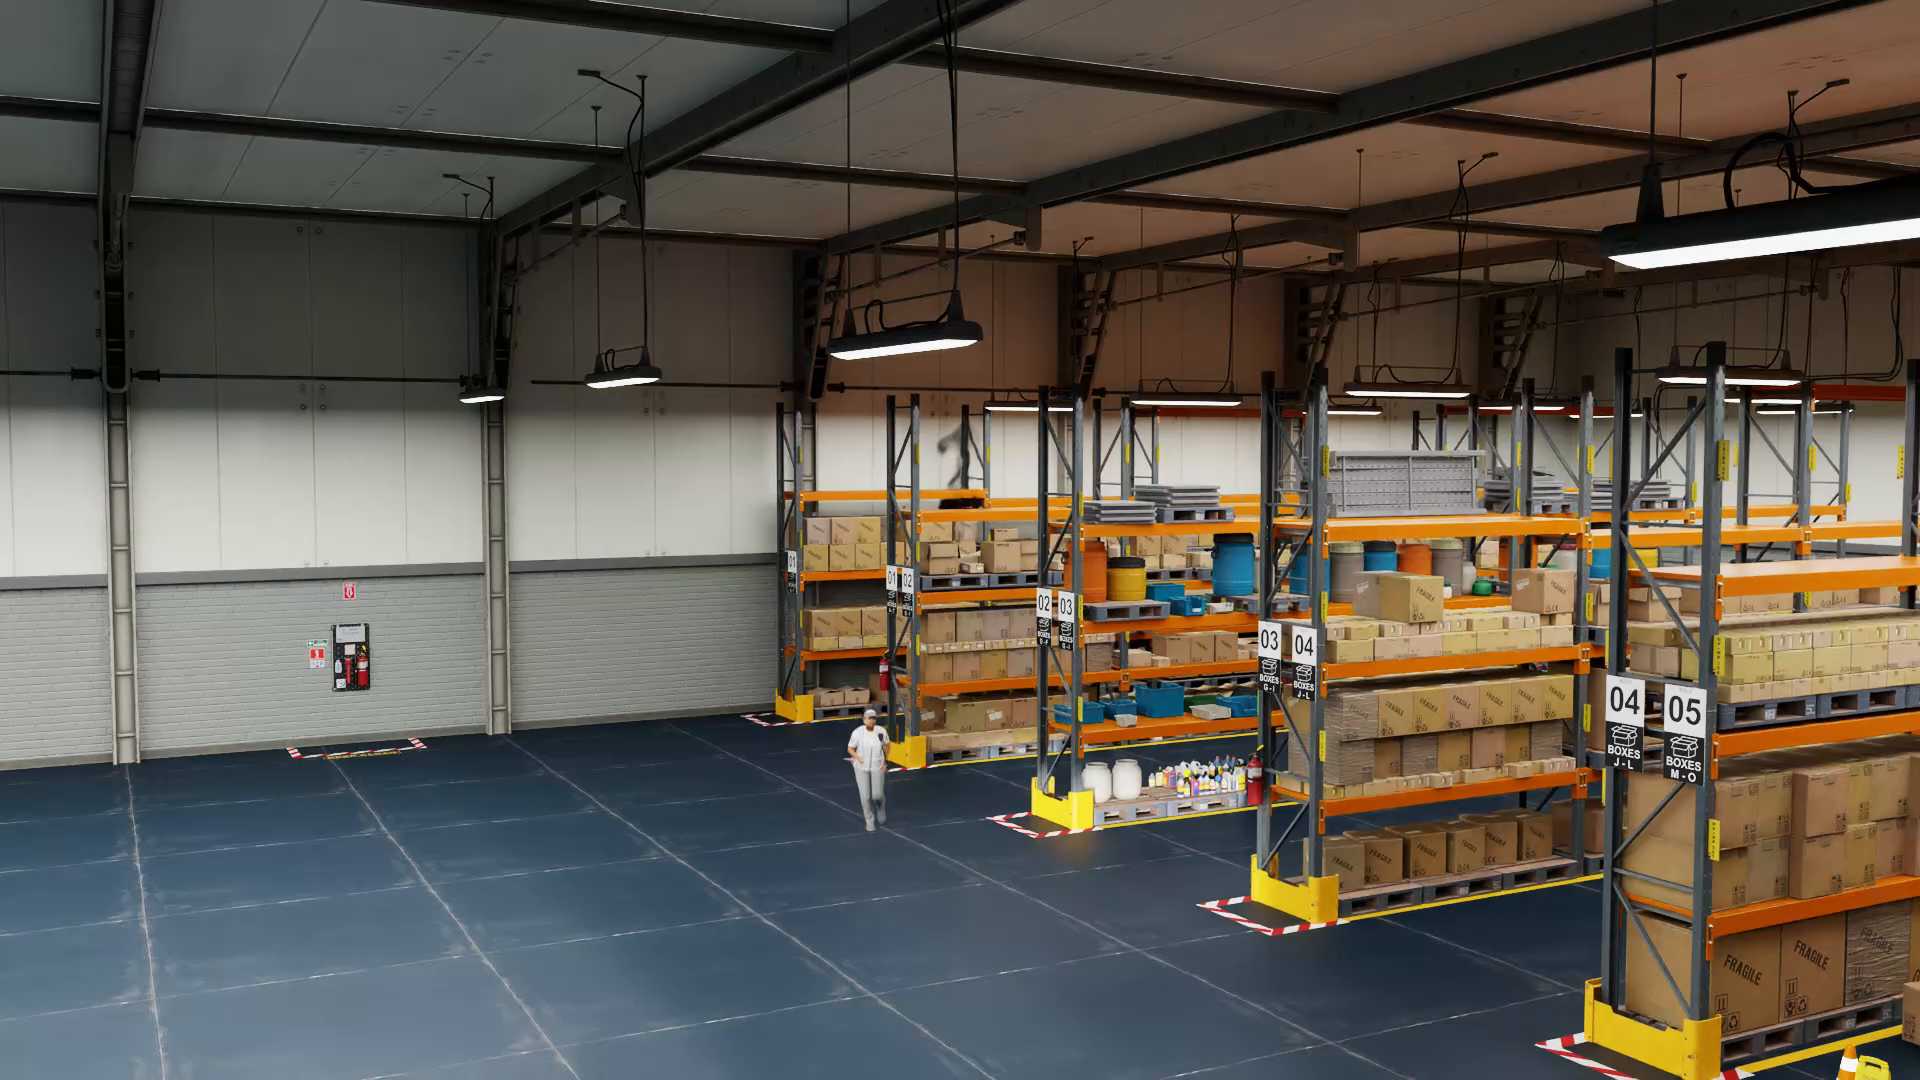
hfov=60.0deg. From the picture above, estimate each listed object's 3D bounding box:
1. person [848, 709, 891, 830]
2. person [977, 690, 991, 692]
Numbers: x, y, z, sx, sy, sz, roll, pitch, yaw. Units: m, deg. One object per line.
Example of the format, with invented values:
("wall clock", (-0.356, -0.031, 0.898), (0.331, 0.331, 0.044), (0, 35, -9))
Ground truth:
("person", (-1.213, 3.090, 22.353), (0.590, 1.636, 0.562), (0, 3, -6))
("person", (0.488, 2.572, 30.733), (0.585, 1.731, 0.661), (-2, 4, -35))
